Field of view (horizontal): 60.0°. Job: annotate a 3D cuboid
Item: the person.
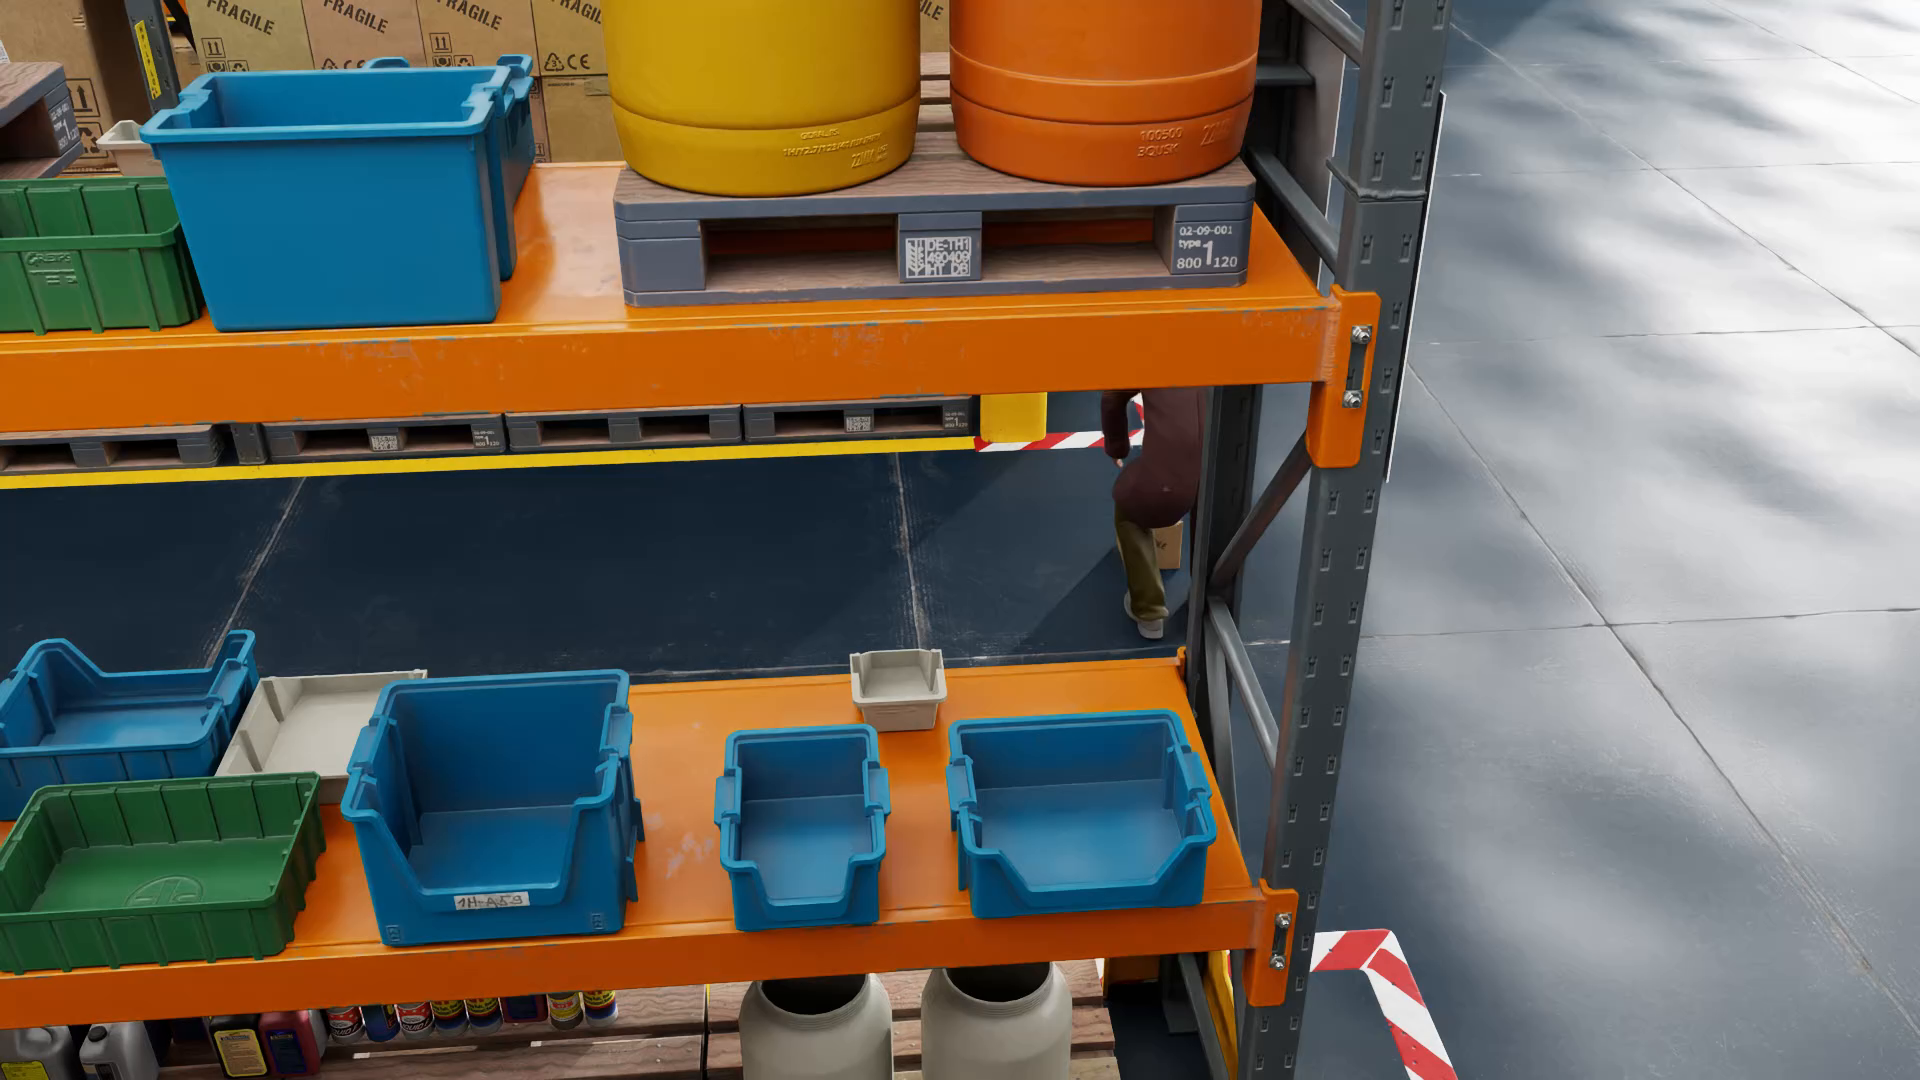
[{"bbox_3d":[0.894,-0.335,6.934,0.626,1.557,0.613,-2,31,-4],"label":"person"}]
